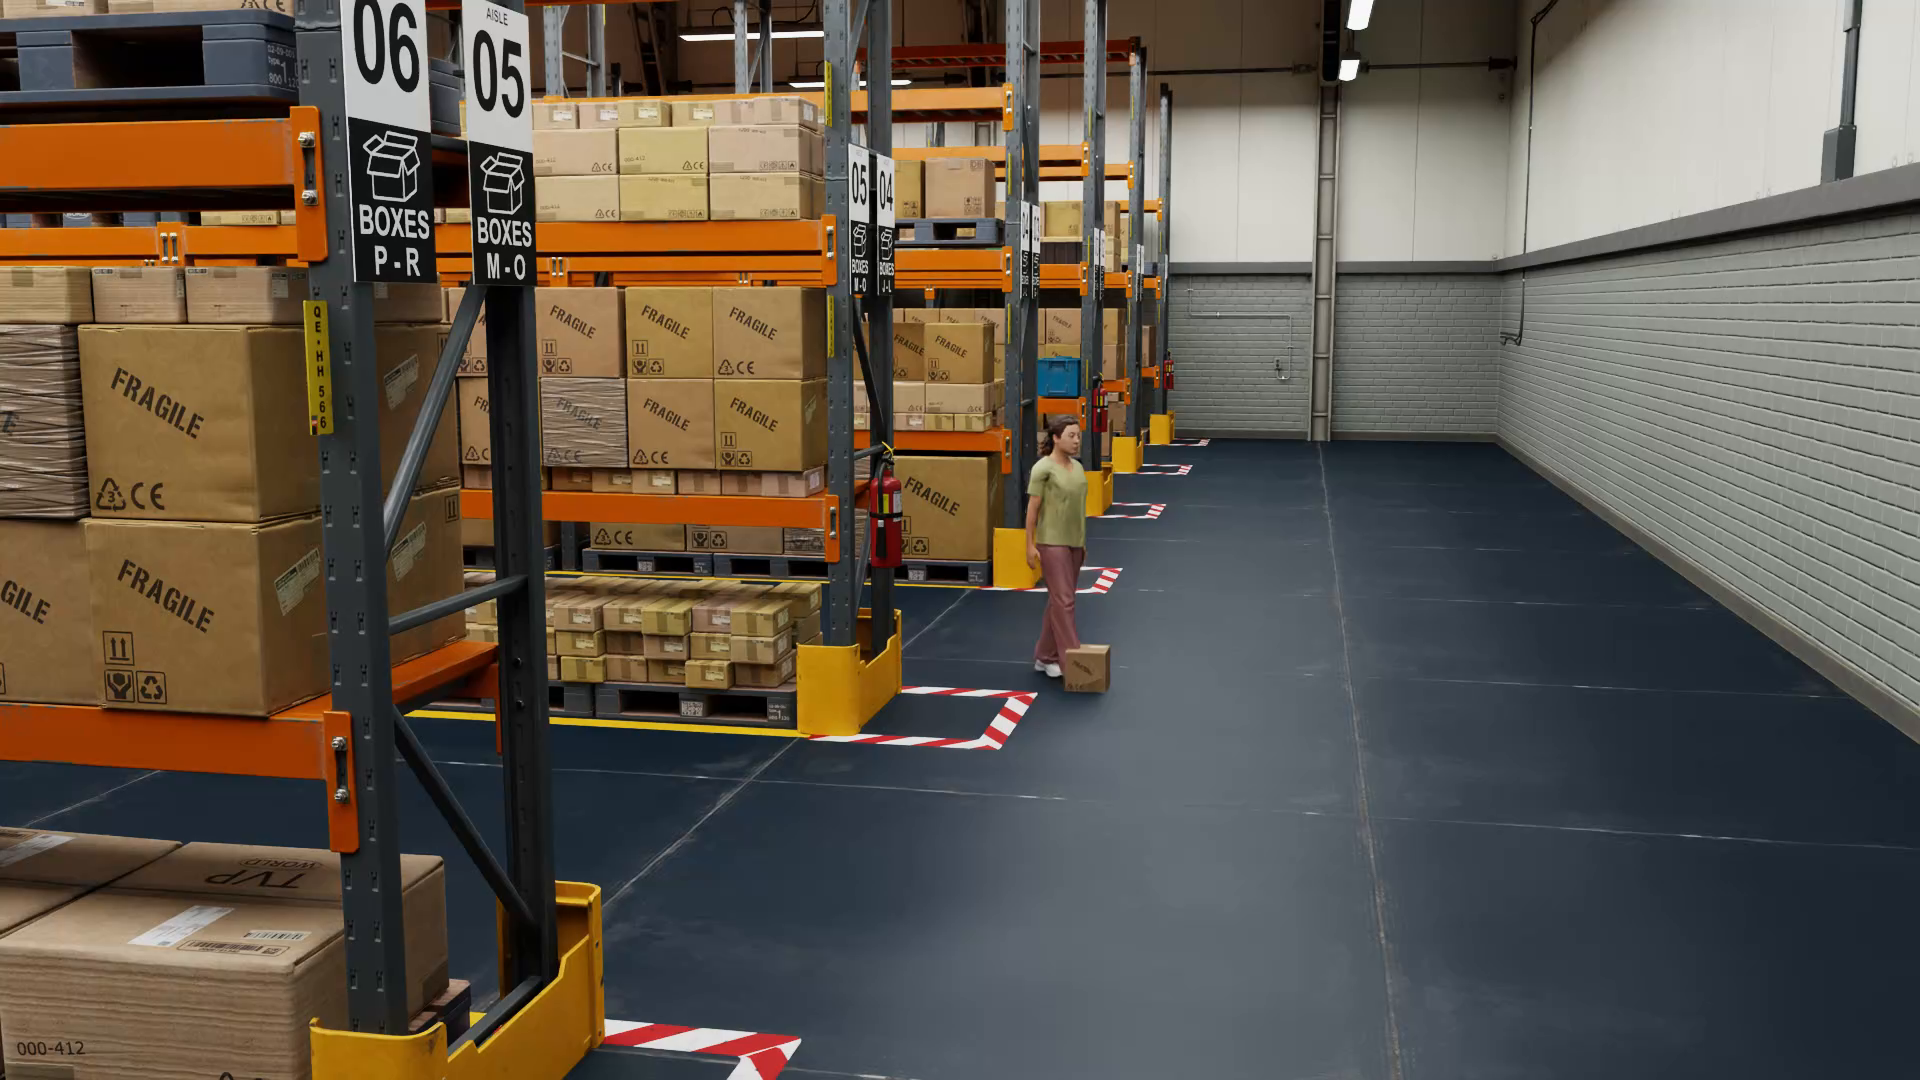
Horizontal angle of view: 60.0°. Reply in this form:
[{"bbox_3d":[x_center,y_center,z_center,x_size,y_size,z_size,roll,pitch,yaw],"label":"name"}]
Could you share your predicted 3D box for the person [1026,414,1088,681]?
[{"bbox_3d":[0.707,0.055,10.399,0.465,1.665,0.680,-8,11,-44],"label":"person"}]
